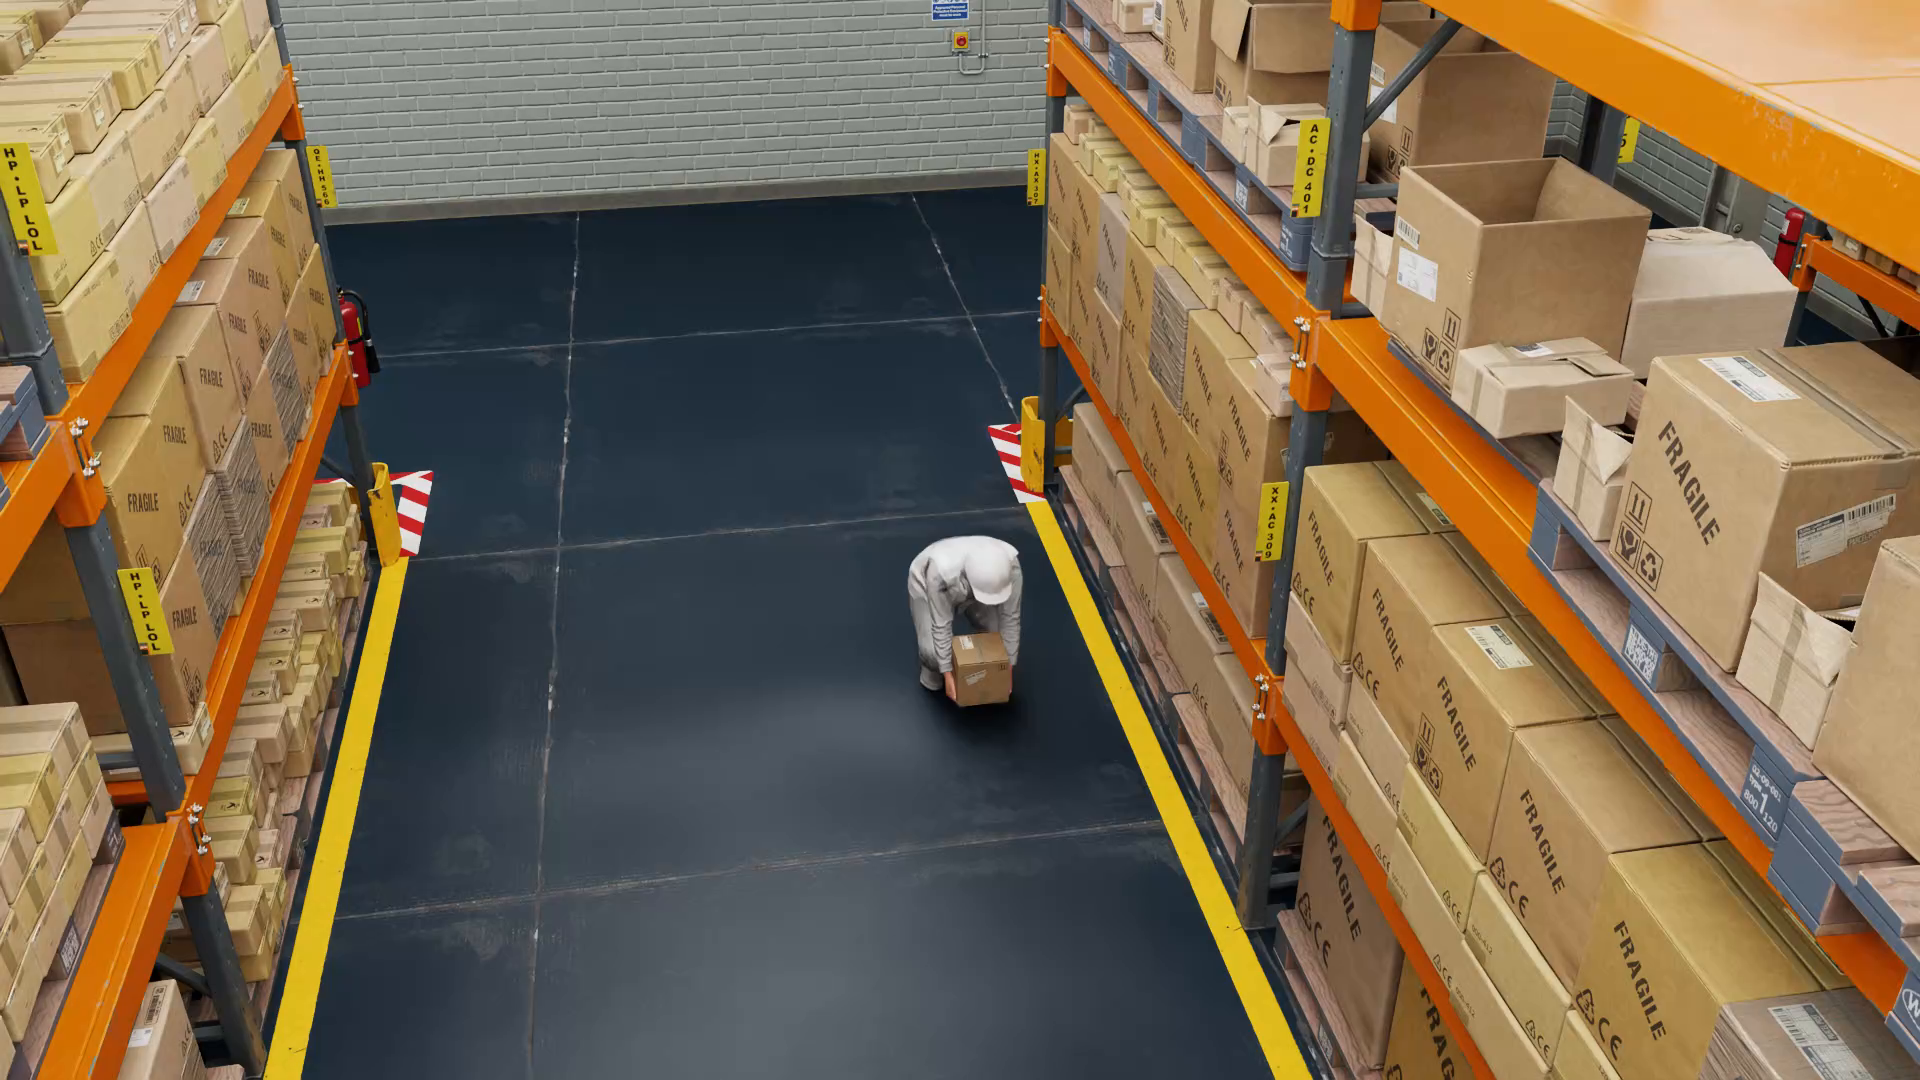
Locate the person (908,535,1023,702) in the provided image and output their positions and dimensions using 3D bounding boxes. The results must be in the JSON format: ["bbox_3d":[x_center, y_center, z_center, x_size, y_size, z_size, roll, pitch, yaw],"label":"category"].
[{"bbox_3d":[0.029,0.322,8.316,0.522,1.024,0.861,-6,31,-11],"label":"person"}]
